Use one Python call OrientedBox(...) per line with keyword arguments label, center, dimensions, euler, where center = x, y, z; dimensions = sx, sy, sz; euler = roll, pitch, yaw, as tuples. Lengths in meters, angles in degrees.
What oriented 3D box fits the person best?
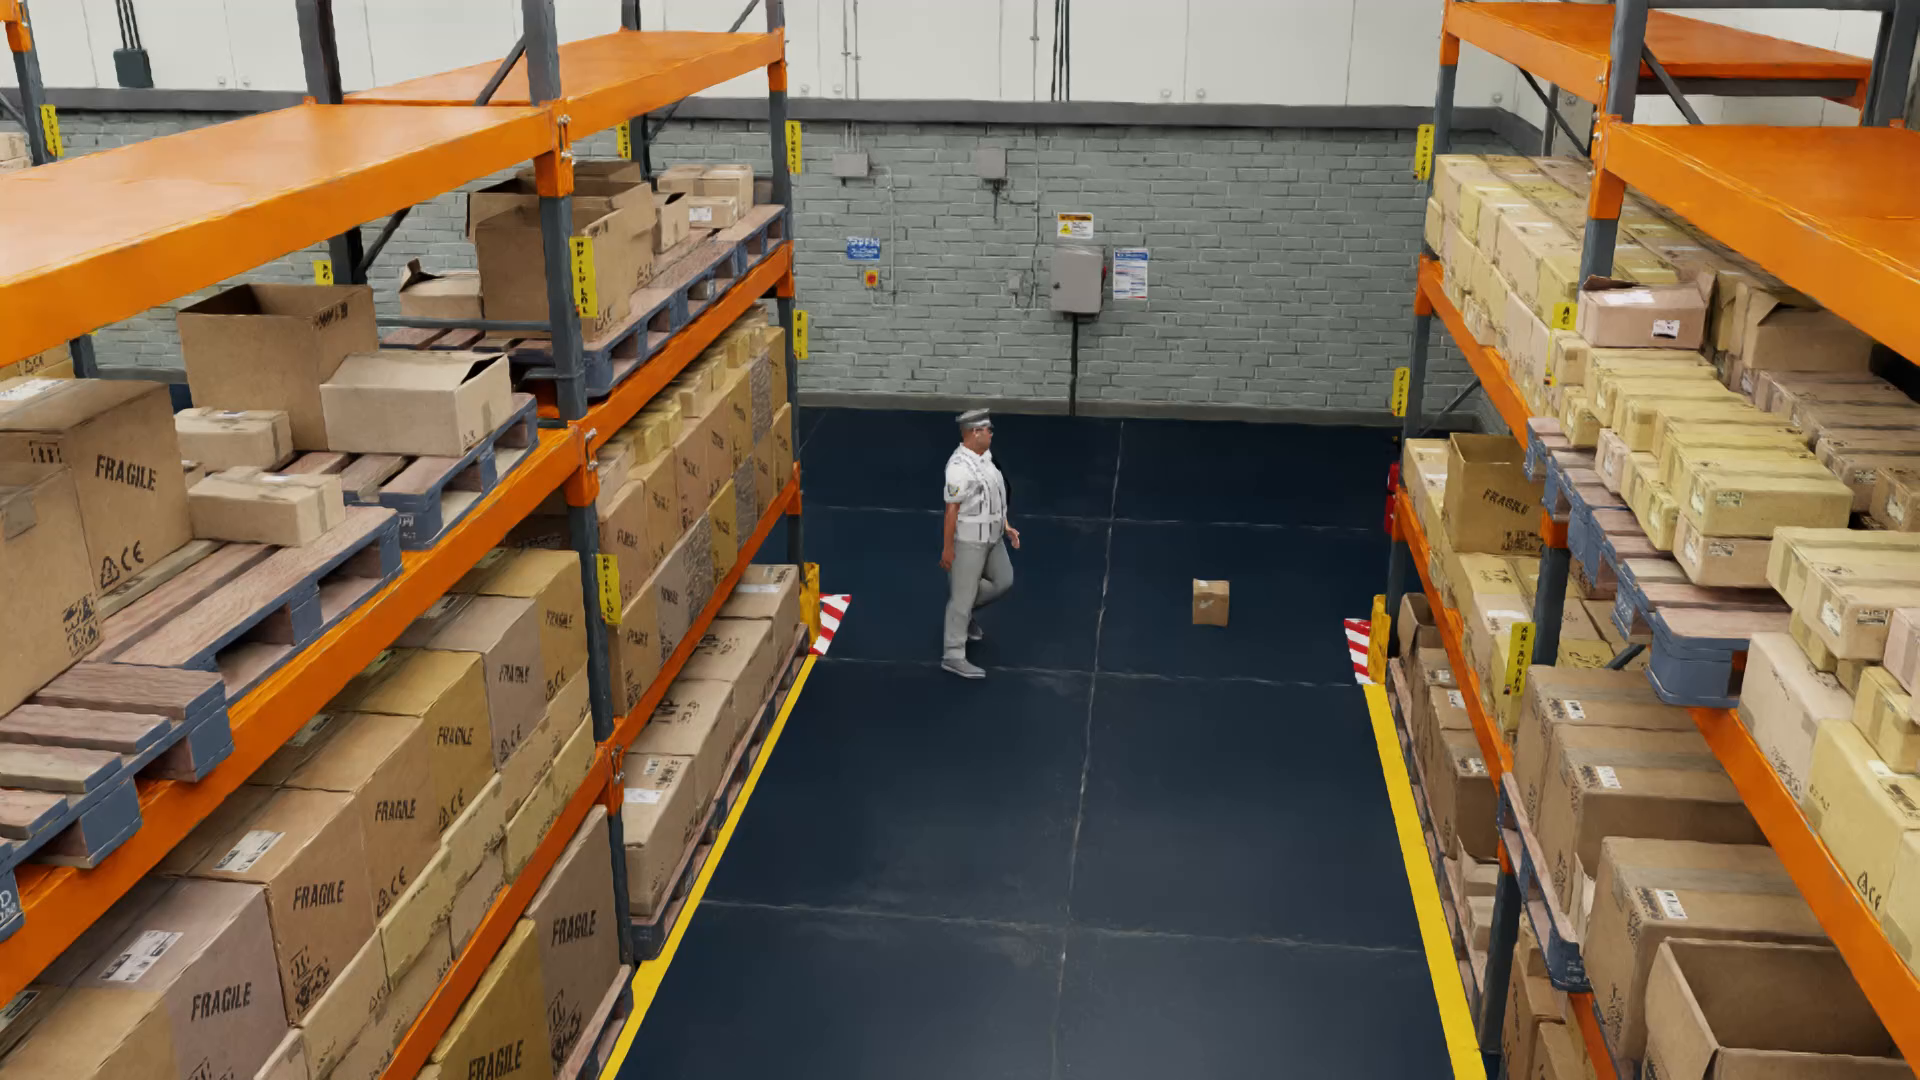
OrientedBox(label="person", center=(0.076, -0.006, 11.094), dimensions=(0.554, 1.740, 0.691), euler=(8, 22, 19))
